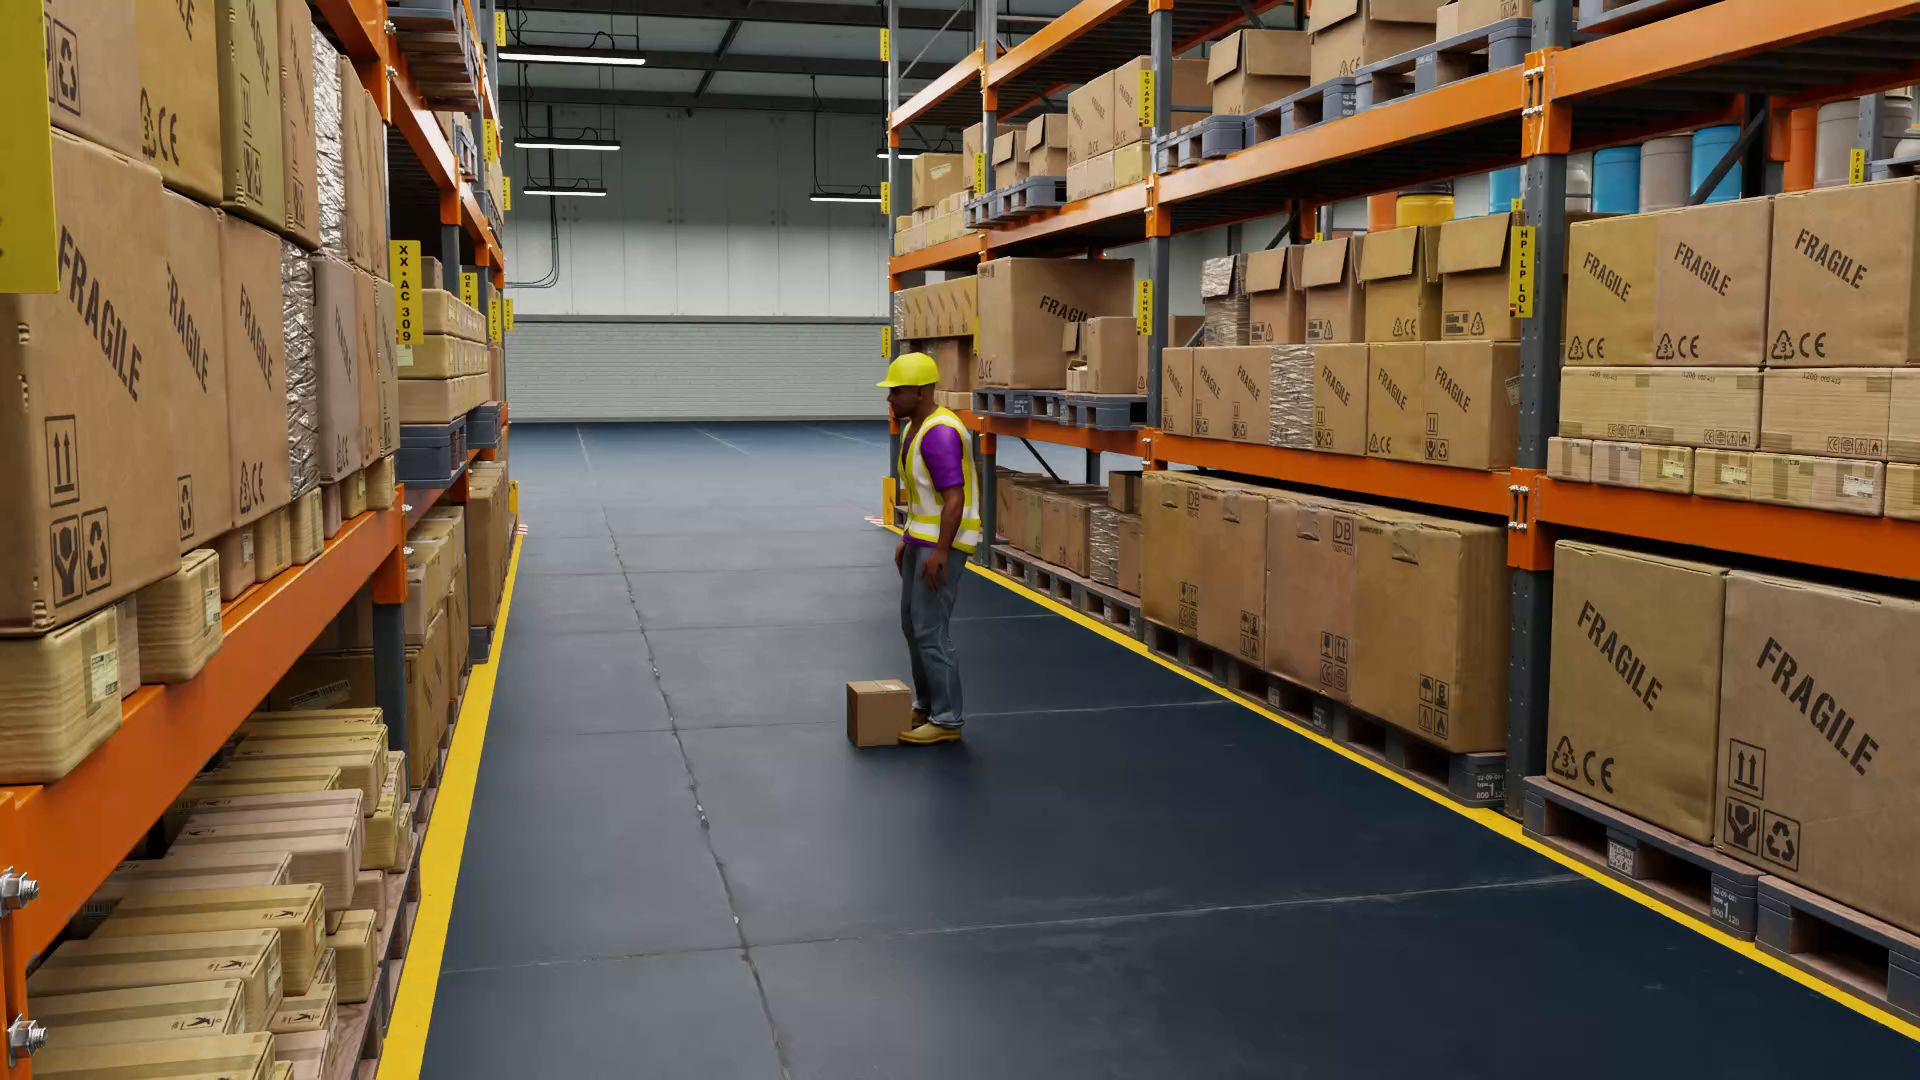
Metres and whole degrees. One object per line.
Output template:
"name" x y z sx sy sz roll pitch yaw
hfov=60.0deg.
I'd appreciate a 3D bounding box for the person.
"person" -0.155 0.032 7.567 0.461 1.760 0.636 -2 6 -15
